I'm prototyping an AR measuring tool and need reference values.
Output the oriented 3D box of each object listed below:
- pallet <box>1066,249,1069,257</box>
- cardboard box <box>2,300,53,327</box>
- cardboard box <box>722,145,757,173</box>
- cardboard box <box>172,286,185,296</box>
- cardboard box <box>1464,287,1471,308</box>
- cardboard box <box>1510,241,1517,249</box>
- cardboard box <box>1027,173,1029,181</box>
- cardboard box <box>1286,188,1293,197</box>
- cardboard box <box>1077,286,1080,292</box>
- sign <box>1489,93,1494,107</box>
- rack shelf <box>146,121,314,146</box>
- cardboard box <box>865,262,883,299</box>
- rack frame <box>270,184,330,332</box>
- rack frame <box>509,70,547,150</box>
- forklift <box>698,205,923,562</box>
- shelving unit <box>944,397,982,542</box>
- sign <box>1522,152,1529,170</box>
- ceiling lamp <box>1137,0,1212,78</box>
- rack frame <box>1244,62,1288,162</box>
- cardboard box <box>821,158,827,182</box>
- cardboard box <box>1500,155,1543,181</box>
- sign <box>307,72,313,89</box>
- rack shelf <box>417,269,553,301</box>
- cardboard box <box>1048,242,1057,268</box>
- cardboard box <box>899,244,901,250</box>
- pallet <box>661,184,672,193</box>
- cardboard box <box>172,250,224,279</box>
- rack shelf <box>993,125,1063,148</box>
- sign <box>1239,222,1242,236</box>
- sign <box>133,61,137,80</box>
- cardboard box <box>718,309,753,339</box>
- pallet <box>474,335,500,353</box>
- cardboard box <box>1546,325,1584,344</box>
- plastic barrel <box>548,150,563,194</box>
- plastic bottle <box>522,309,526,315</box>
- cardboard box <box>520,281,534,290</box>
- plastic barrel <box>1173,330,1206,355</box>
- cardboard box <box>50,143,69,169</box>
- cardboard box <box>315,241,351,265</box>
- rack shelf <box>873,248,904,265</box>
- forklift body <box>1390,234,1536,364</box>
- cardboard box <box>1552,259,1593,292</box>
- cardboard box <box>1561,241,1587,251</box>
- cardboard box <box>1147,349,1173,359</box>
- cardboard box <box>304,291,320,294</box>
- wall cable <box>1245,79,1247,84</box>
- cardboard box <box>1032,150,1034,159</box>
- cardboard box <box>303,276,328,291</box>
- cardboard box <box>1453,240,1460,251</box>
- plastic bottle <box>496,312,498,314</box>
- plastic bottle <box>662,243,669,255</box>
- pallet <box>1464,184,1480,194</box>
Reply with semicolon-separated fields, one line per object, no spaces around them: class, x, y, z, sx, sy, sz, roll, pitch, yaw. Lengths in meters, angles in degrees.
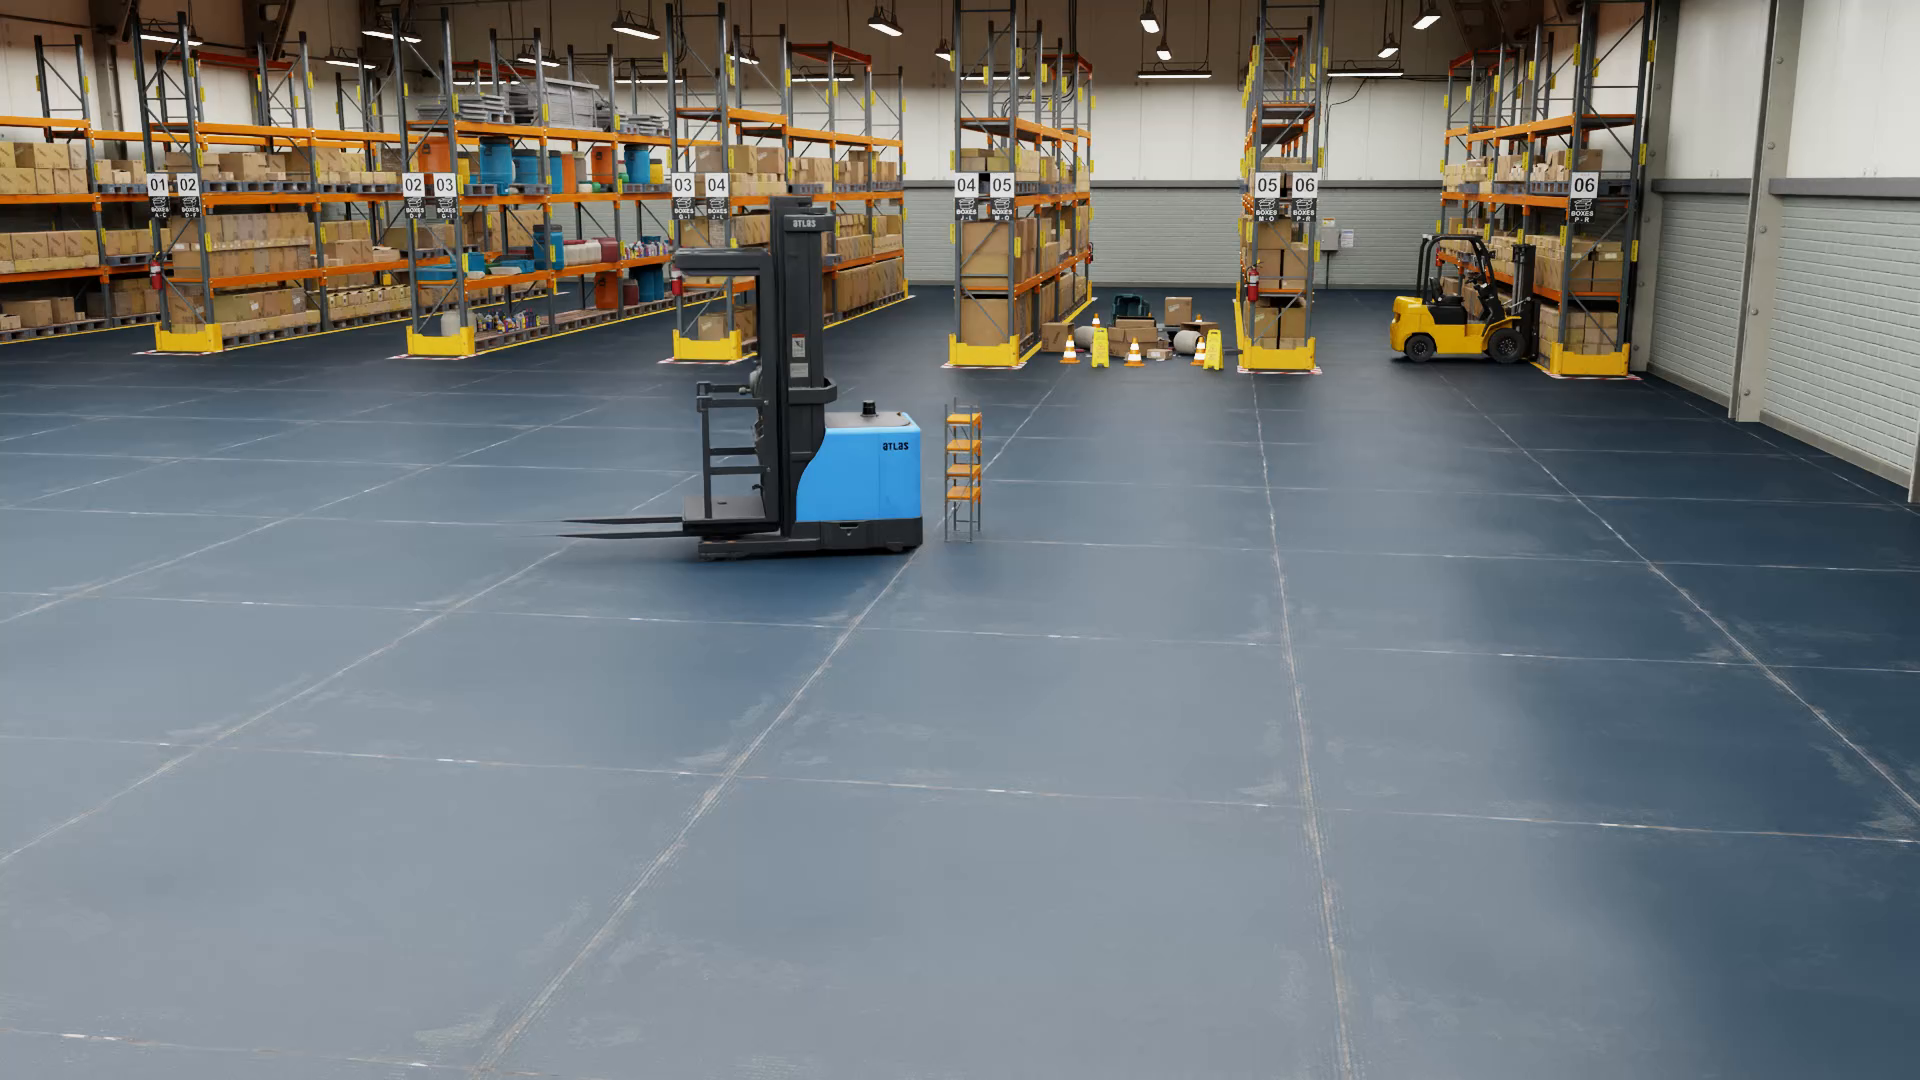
pallet;2.002;-6.730;39.058;1.003;0.211;1.213;2;12;9
cardboard box;-18.706;-4.548;33.364;0.700;0.500;0.500;1;12;5
cardboard box;-3.972;-6.867;29.989;0.500;0.500;0.500;2;12;8
cardboard box;-18.174;-5.547;38.001;0.700;0.500;0.500;2;12;9
cardboard box;11.706;-5.458;37.635;0.500;0.500;0.500;2;12;8
cardboard box;10.699;-5.620;31.676;0.380;0.149;0.250;1;12;7
cardboard box;1.020;-6.455;29.566;0.380;0.149;0.250;2;12;9
cardboard box;5.648;-5.801;27.765;0.380;0.149;0.250;1;12;7
cardboard box;2.799;-6.271;41.536;0.380;0.149;0.250;2;12;8
sign;13.236;-10.956;41.378;0.100;0.325;0.005;2;12;9
rack shelf;-13.948;-7.786;31.917;1.077;0.370;4.000;2;12;9
cardboard box;-2.441;-6.461;41.402;0.875;0.875;0.875;2;12;9
rack frame;-13.640;-5.816;34.363;1.000;3.000;0.127;2;12;9
rack frame;-11.795;-11.247;45.322;1.000;3.000;0.127;2;12;9
forklift;-1.336;-1.360;13.998;1.939;2.867;1.129;-2;12;-9
shelving unit;0.025;-0.621;14.527;0.258;1.200;0.503;2;12;9
sign;10.307;-6.902;30.306;0.100;0.325;0.005;2;12;9
ceiling lamp;5.802;-14.095;44.681;2.000;3.185;0.800;2;12;9
rack frame;7.785;-10.604;42.339;1.000;3.000;0.127;2;12;9
cardboard box;-3.132;-7.872;35.359;0.500;0.500;0.500;2;12;9
cardboard box;11.129;-7.364;32.954;0.700;0.500;0.500;2;12;8
sign;-13.096;-9.260;33.509;0.100;0.325;0.005;2;12;9
rack shelf;-9.054;-4.887;31.758;1.077;0.370;4.000;2;12;9
cardboard box;1.766;-5.988;34.923;0.500;0.500;0.500;2;12;9
cardboard box;-1.775;-7.731;43.843;0.380;0.149;0.250;2;12;9
pallet;-7.540;-8.528;40.274;1.213;0.211;1.003;2;12;9
cardboard box;-14.171;-5.129;30.938;0.700;0.500;0.500;2;12;9
rack shelf;1.341;-8.115;33.444;1.077;0.370;4.000;2;12;9
sign;6.621;-7.319;39.090;0.100;0.325;0.005;2;12;9
sign;-14.789;-8.432;29.856;0.100;0.325;0.005;2;12;9
cardboard box;-4.182;-4.030;31.010;0.500;0.500;0.500;3;13;14
pallet;-9.266;-3.646;30.909;1.003;0.211;1.213;2;12;9
cardboard box;9.996;-3.398;27.483;0.500;0.250;0.500;2;12;8
plastic barrel;-3.023;-2.172;15.787;17.930;3.701;38.471;2;12;9
plastic bottle;-8.703;-4.437;33.203;0.144;0.351;0.185;2;12;9
cardboard box;-11.811;-6.867;44.722;0.500;0.250;0.500;2;12;9
plastic barrel;4.146;-3.561;30.010;0.421;0.421;0.512;-10;16;-40
cardboard box;-18.419;-7.762;33.611;0.500;0.500;0.500;3;12;12
cardboard box;-13.425;-6.134;35.600;0.500;0.500;0.500;3;12;13
rack shelf;-2.314;-7.225;42.605;1.077;0.370;4.000;2;12;9
forklift body;8.719;-4.220;28.969;2.313;2.155;1.214;2;12;9
cardboard box;10.046;-4.341;27.278;0.500;0.500;0.500;2;12;7
cardboard box;10.084;-4.826;27.284;0.380;0.149;0.250;2;12;9
cardboard box;3.530;-3.285;29.386;0.380;0.149;0.250;10;15;38
cardboard box;-13.787;-5.154;35.487;0.500;0.311;0.500;2;12;10
wall cable;8.382;-11.798;47.876;0.463;3.000;0.029;2;12;9
cardboard box;1.137;-7.003;30.218;0.380;0.149;0.250;2;12;9
cardboard box;-17.089;-6.777;43.757;0.700;0.500;0.500;2;12;9
cardboard box;11.975;-6.970;39.364;0.500;0.250;0.500;2;12;9
plastic bottle;-9.251;-4.418;33.297;0.152;0.276;0.135;2;12;11
plastic bottle;-7.257;-7.167;40.926;0.152;0.276;0.135;2;12;9
pallet;11.749;-7.704;36.447;1.213;0.211;1.003;2;12;9
